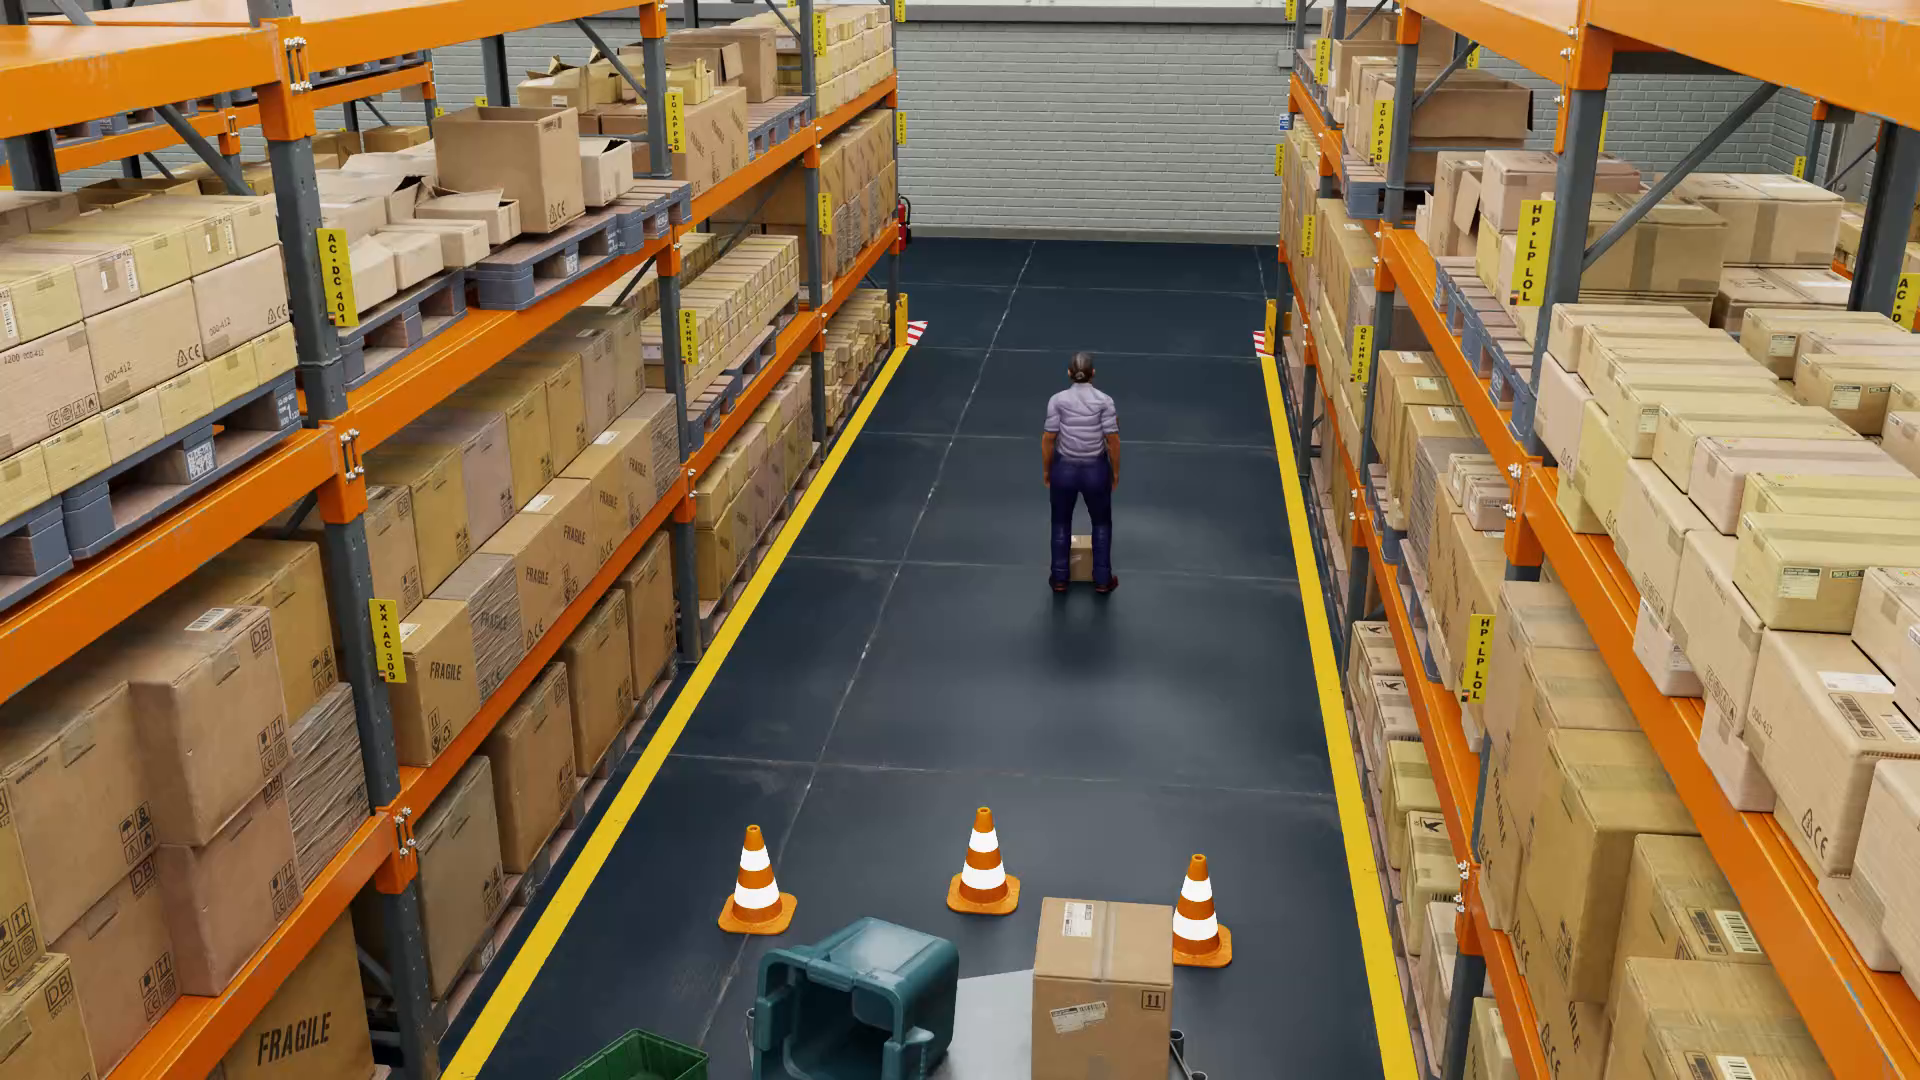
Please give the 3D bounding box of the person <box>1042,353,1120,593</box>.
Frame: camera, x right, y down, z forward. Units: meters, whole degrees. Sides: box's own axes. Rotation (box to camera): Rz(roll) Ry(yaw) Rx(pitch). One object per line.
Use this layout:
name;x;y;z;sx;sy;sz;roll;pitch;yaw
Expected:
person;0.821;-0.439;11.221;0.542;1.652;0.368;2;21;6
